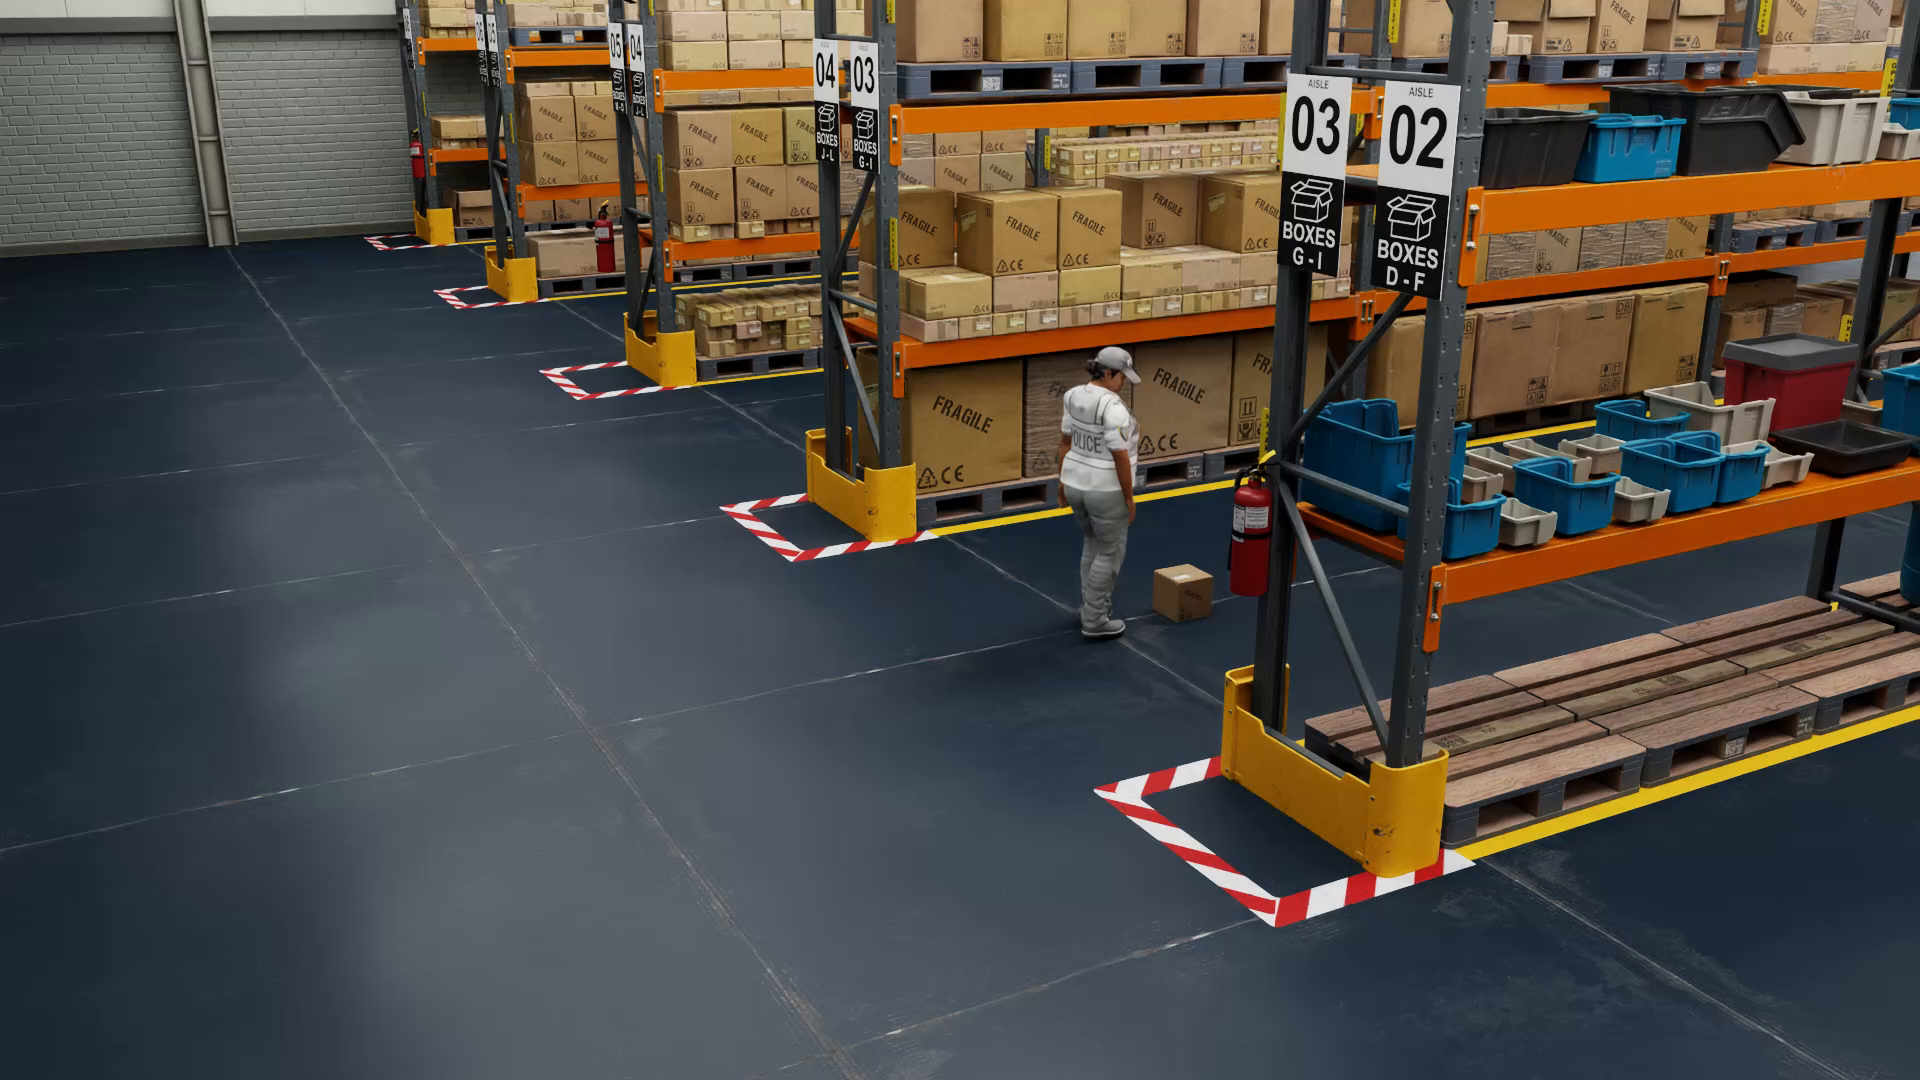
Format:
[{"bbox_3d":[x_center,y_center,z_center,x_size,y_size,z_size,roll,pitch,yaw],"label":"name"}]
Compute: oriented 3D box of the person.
[{"bbox_3d":[0.825,-0.246,9.341,0.478,1.716,0.516,-13,23,-35],"label":"person"}]
